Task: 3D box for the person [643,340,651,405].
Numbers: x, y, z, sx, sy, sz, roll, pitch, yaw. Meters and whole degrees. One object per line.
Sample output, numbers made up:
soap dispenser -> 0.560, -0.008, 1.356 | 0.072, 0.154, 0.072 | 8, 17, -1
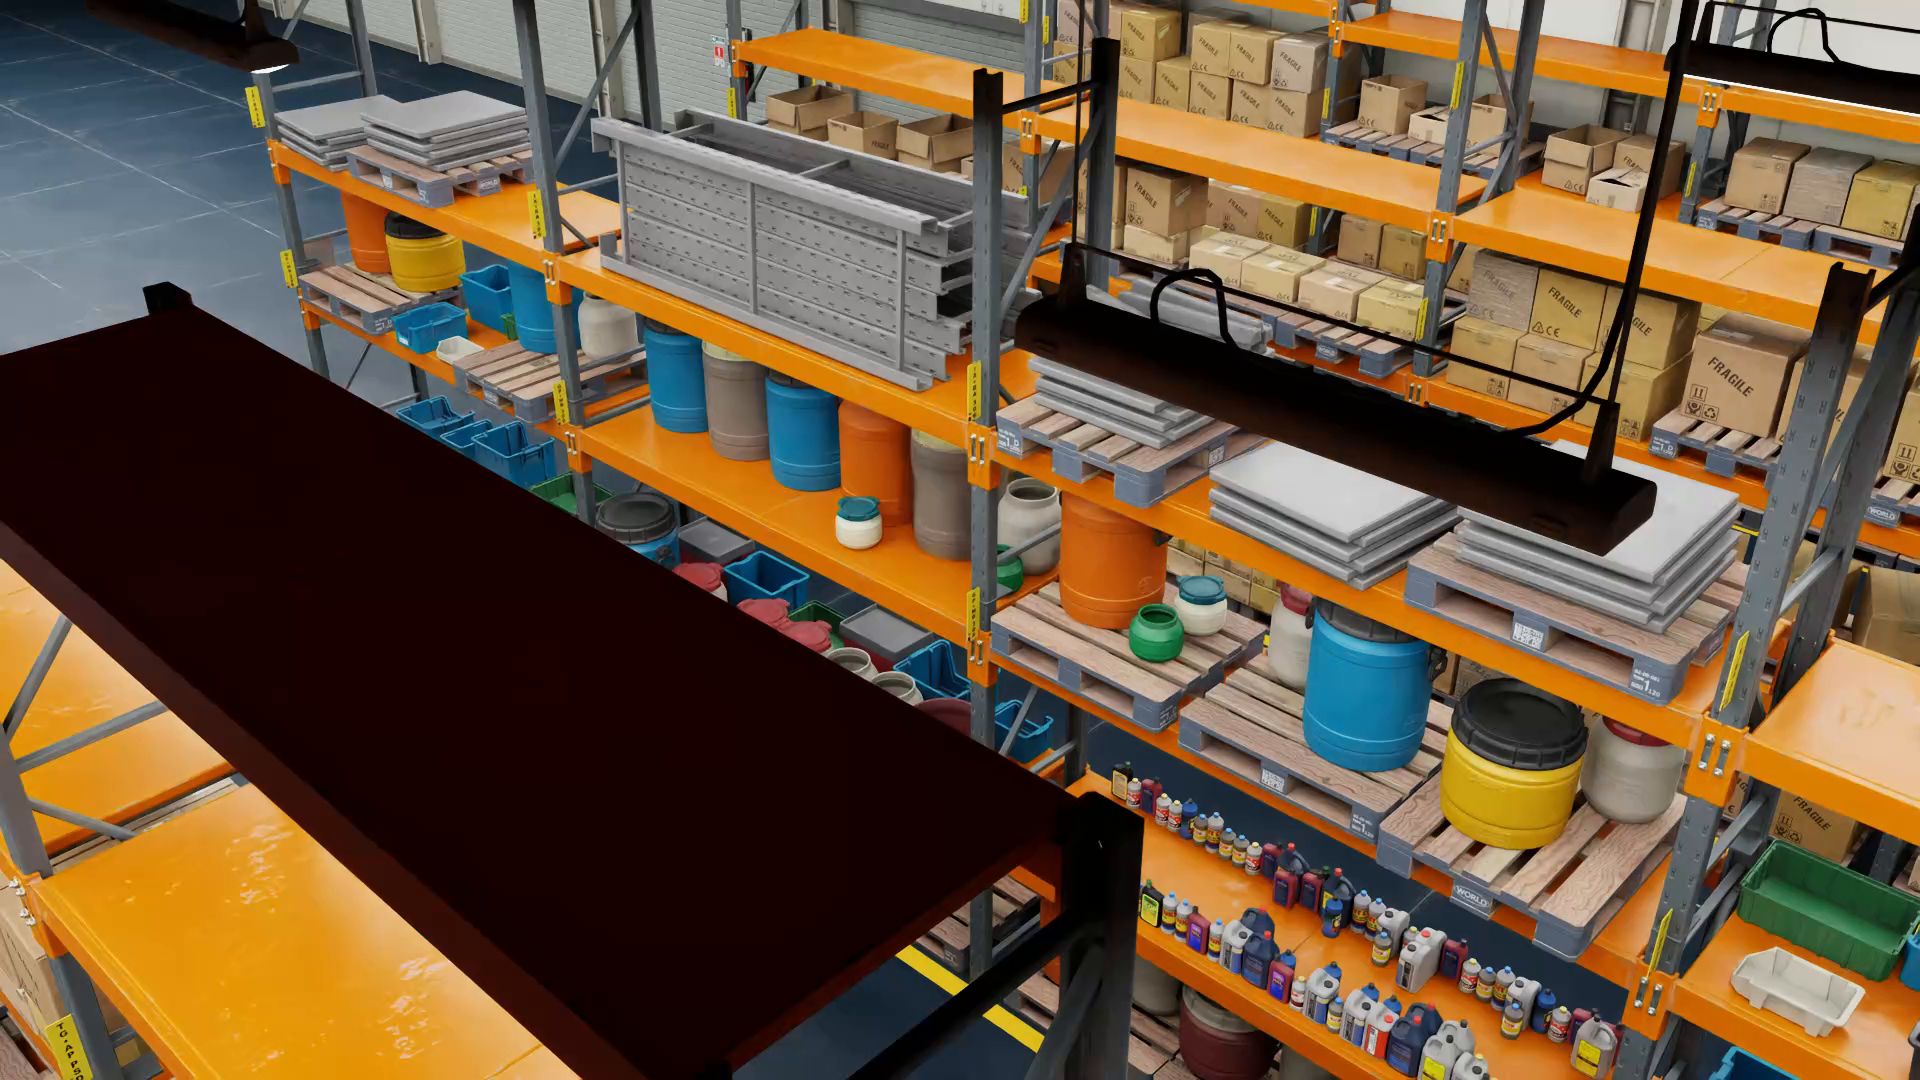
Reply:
person -> -3.077, -1.441, 17.150 | 0.766, 1.671, 0.523 | 13, 32, 21
